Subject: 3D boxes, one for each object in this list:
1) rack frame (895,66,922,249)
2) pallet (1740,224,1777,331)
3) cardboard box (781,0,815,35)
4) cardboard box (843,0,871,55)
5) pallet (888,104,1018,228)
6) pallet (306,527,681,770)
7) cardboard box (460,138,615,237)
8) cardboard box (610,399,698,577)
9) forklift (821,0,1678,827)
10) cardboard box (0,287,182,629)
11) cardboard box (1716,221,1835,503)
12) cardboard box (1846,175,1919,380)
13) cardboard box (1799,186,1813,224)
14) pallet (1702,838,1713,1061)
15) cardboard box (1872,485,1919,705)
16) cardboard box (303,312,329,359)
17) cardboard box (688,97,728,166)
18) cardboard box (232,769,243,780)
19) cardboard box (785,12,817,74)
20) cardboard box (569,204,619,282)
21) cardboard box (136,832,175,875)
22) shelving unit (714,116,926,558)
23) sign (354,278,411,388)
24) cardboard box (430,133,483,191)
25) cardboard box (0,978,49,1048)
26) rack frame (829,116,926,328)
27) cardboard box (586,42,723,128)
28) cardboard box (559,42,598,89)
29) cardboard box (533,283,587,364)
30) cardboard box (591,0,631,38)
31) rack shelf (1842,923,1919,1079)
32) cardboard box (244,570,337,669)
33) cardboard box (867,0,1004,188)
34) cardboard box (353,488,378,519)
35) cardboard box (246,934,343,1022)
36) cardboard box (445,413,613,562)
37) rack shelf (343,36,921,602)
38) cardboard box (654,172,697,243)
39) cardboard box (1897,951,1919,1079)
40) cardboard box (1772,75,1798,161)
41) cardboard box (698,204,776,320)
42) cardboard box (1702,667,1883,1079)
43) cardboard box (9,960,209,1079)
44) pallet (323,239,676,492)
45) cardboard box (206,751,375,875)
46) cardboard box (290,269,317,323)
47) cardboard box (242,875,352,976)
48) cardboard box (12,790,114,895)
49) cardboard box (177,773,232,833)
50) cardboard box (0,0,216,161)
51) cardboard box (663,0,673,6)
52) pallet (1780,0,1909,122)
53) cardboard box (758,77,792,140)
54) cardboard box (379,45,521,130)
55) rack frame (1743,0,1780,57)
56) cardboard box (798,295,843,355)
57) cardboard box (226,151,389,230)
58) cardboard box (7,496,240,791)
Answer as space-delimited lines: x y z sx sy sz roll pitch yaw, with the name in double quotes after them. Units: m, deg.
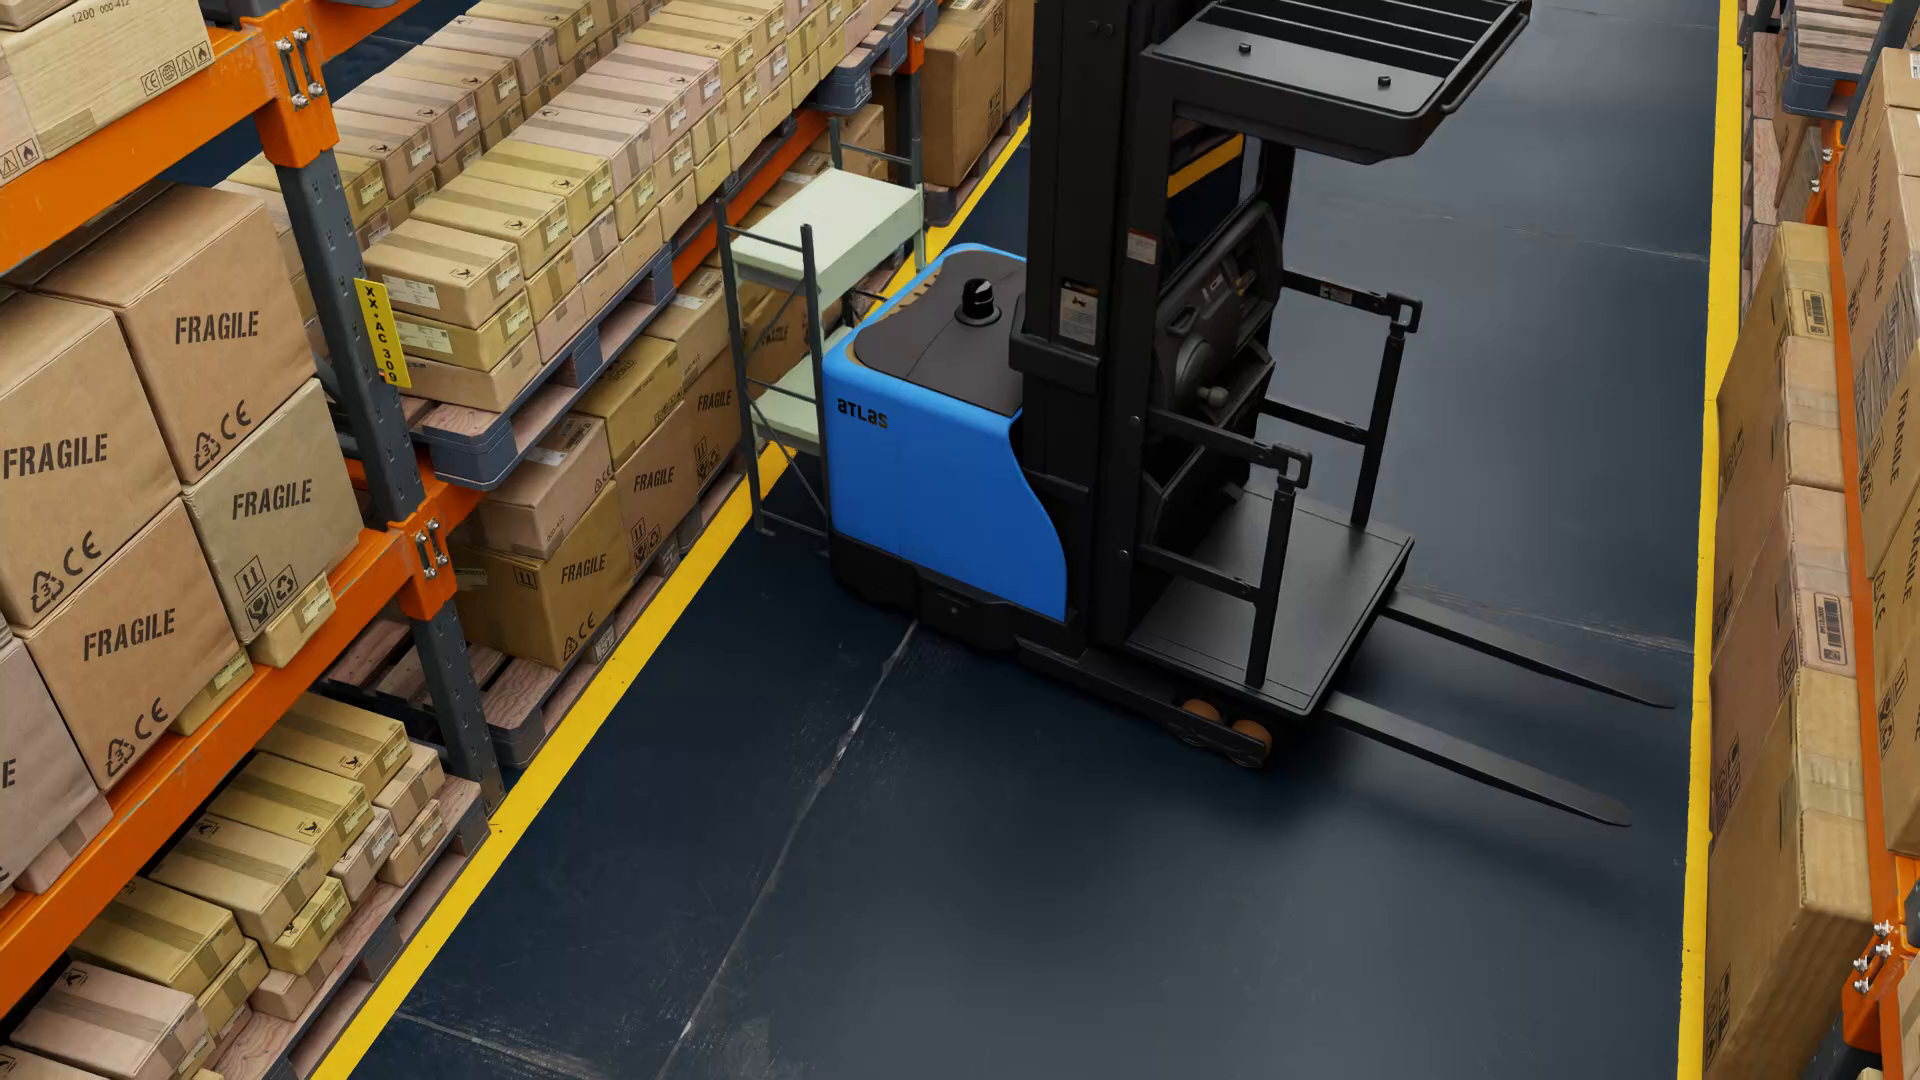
-0.678 -2.773 7.689 1.000 3.000 0.127 13 42 15 "rack frame"
4.217 -1.026 7.790 1.003 0.211 1.213 13 42 15 "pallet"
-0.769 -2.041 6.242 0.380 0.149 0.250 13 42 15 "cardboard box"
-0.589 -2.126 6.801 0.380 0.149 0.250 14 42 16 "cardboard box"
-0.338 -2.176 9.138 1.003 0.211 1.213 13 42 15 "pallet"
-1.781 0.253 6.291 1.003 0.211 1.213 13 42 15 "pallet"
-1.300 -1.089 5.127 0.380 0.149 0.250 14 42 15 "cardboard box"
-1.365 -0.257 6.342 0.500 0.500 0.500 15 43 17 "cardboard box"
1.022 -0.717 5.332 3.031 2.935 1.130 21 45 23 "forklift"
-2.125 -0.201 3.598 0.500 0.500 0.500 12 42 14 "cardboard box"
3.692 -0.545 6.392 1.225 0.875 0.875 11 42 13 "cardboard box"
3.180 -0.784 5.281 0.500 0.500 0.500 13 42 14 "cardboard box"
4.158 -1.240 7.479 0.700 0.500 0.500 11 42 13 "cardboard box"
2.773 1.403 4.943 1.003 0.211 1.213 13 42 15 "pallet"
2.659 0.145 4.192 0.500 0.500 0.500 15 43 16 "cardboard box"
-2.096 -0.683 5.110 0.380 0.149 0.250 12 42 14 "cardboard box"
-1.035 -1.450 5.779 0.380 0.149 0.250 13 42 14 "cardboard box"
-2.473 0.743 5.441 0.380 0.149 0.250 12 42 13 "cardboard box"
-0.770 -1.920 6.330 0.380 0.149 0.250 13 42 15 "cardboard box"
-1.305 -0.965 5.210 0.380 0.149 0.250 14 42 16 "cardboard box"
-2.549 0.850 4.858 0.380 0.149 0.250 13 42 14 "cardboard box"
-0.490 -0.764 6.484 0.431 1.500 0.755 20 44 23 "shelving unit"
-1.534 -0.547 4.413 0.100 0.325 0.005 13 42 15 "sign"
-1.830 -1.276 5.576 0.380 0.149 0.250 12 42 14 "cardboard box"
-2.734 1.286 4.575 0.380 0.149 0.250 15 43 17 "cardboard box"
-0.307 -0.970 6.724 0.400 1.500 0.023 20 44 23 "rack frame"
-1.038 -1.550 5.668 0.380 0.149 0.250 15 43 17 "cardboard box"
-1.560 -1.749 6.129 0.380 0.149 0.250 15 43 17 "cardboard box"
-1.390 -0.706 5.136 0.380 0.149 0.250 14 42 16 "cardboard box"
-1.466 -2.022 6.221 0.380 0.149 0.250 15 43 16 "cardboard box"
1.896 2.323 2.270 1.077 0.370 4.000 13 42 15 "rack shelf"
-1.910 0.170 4.433 0.380 0.149 0.250 12 42 14 "cardboard box"
-0.386 -2.428 8.695 1.050 0.750 0.750 13 42 14 "cardboard box"
-2.029 -0.337 5.859 0.500 0.250 0.500 12 42 14 "cardboard box"
-2.057 1.222 4.879 0.380 0.149 0.250 12 42 14 "cardboard box"
-1.545 -0.219 5.720 0.500 0.250 0.500 12 42 13 "cardboard box"
-1.362 -1.279 6.492 1.077 0.370 4.000 13 42 15 "rack shelf"
-1.127 -1.166 5.675 0.380 0.149 0.250 12 42 13 "cardboard box"
2.166 1.032 3.423 0.380 0.149 0.250 13 42 15 "cardboard box"
4.714 -2.269 8.685 0.700 0.500 0.500 10 41 11 "cardboard box"
-1.017 -1.174 6.840 0.500 0.250 0.500 14 42 16 "cardboard box"
2.780 1.083 4.483 1.225 0.875 0.875 13 42 15 "cardboard box"
-2.220 1.285 4.347 0.380 0.149 0.250 11 42 13 "cardboard box"
-1.648 -0.694 5.400 1.003 0.211 1.213 13 42 15 "pallet"
-1.973 0.805 4.910 0.380 0.149 0.250 14 42 16 "cardboard box"
-2.096 -0.797 5.014 0.380 0.149 0.250 15 43 16 "cardboard box"
-2.011 1.076 4.821 0.380 0.149 0.250 12 42 14 "cardboard box"
-2.233 0.644 3.878 0.380 0.149 0.250 12 42 13 "cardboard box"
-2.473 0.803 5.142 0.380 0.149 0.250 14 42 15 "cardboard box"
-1.960 -1.058 3.483 0.500 0.250 0.500 14 42 16 "cardboard box"
-1.297 -2.216 6.678 0.380 0.149 0.250 13 42 15 "cardboard box"
4.092 -1.995 6.926 1.213 0.211 1.003 13 42 15 "pallet"
-0.859 -1.653 6.246 0.380 0.149 0.250 15 43 16 "cardboard box"
-1.734 -1.542 5.658 0.380 0.149 0.250 12 42 14 "cardboard box"
5.316 -4.050 9.186 1.000 3.000 0.127 13 42 15 "rack frame"
-0.839 -1.206 7.455 0.500 0.500 0.500 15 43 17 "cardboard box"
-2.001 -1.076 5.111 0.380 0.149 0.250 12 42 14 "cardboard box"
-2.125 0.190 3.910 0.500 0.500 0.500 12 42 14 "cardboard box"
